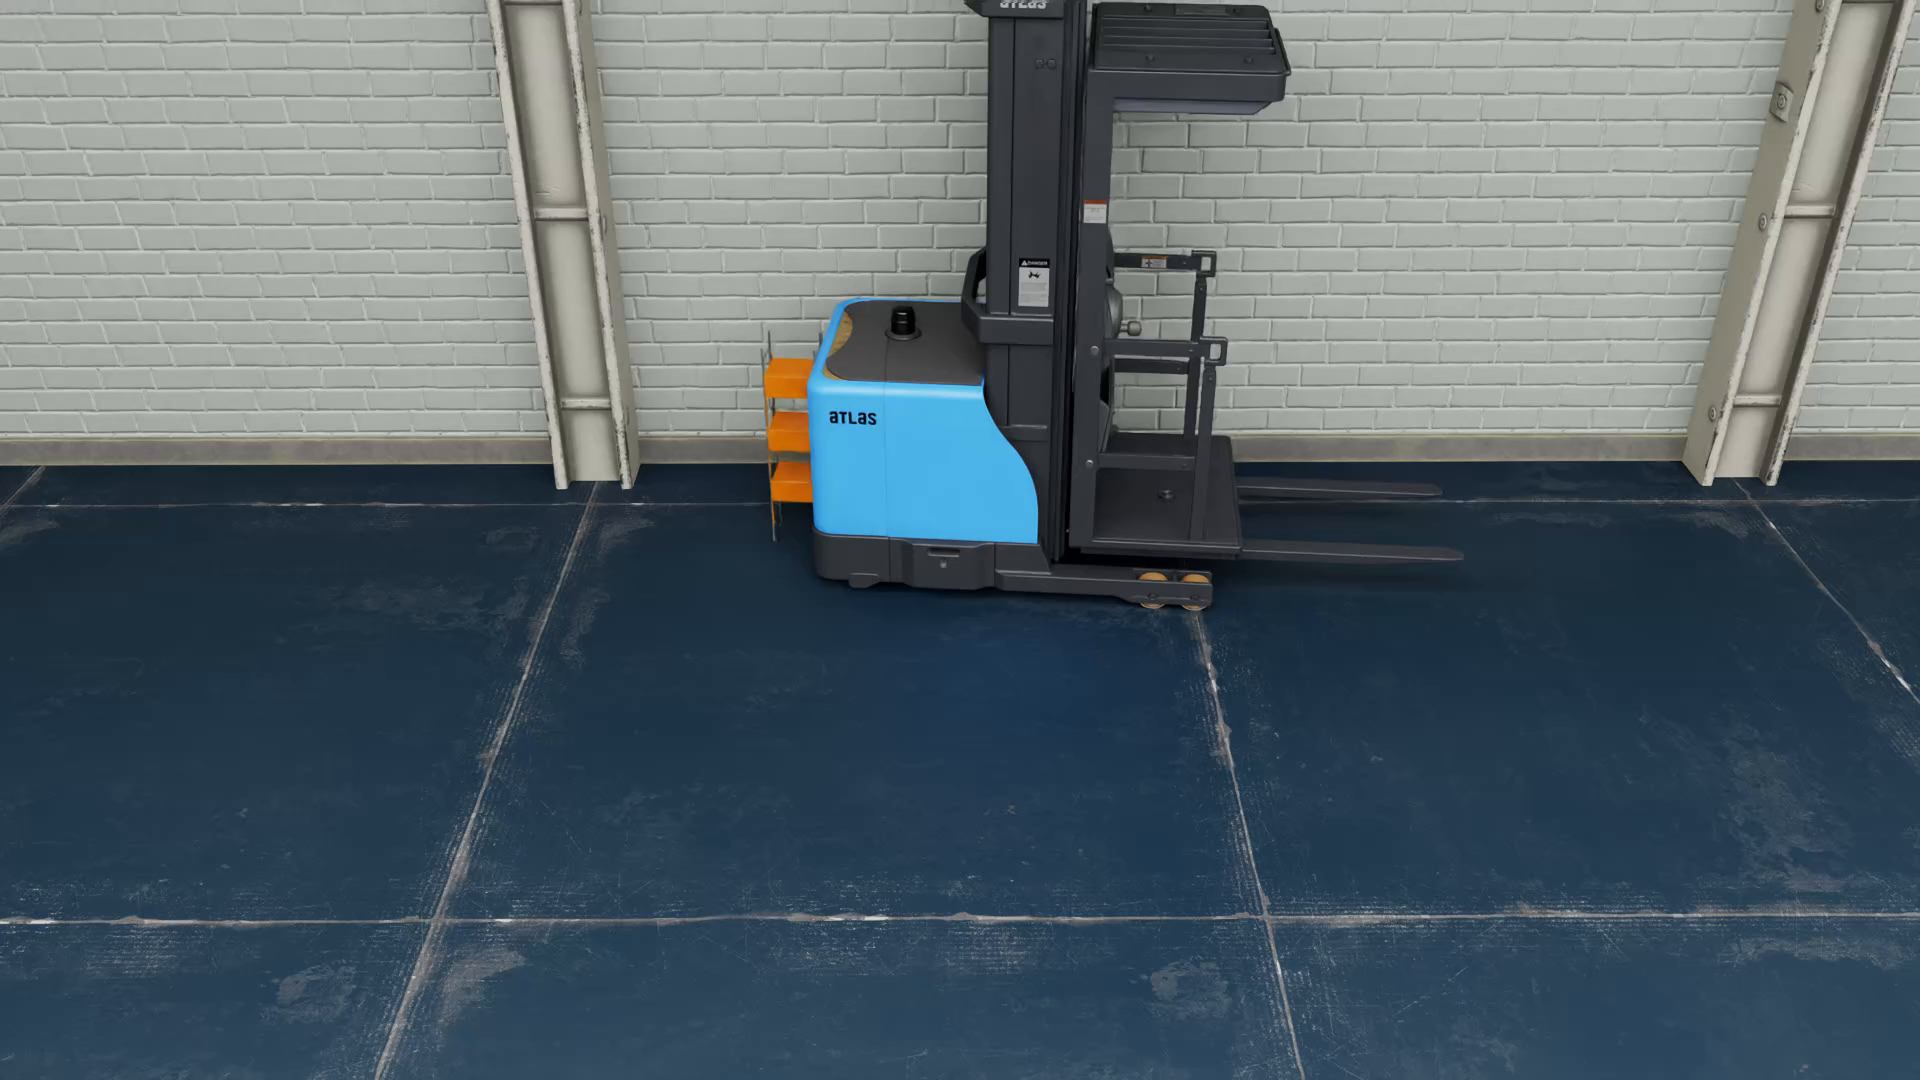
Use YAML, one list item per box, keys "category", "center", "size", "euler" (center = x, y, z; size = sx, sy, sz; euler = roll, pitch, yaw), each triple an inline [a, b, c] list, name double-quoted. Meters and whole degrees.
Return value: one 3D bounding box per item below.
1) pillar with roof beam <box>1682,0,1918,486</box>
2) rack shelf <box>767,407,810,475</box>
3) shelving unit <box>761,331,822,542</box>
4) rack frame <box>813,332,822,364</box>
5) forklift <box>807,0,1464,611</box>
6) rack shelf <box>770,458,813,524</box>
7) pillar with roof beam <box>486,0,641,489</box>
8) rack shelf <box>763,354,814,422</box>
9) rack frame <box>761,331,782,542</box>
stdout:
- category: "pillar with roof beam"
  center: [4.112, -1.981, 2.839]
  size: [0.400, 9.000, 9.100]
  euler: [0, 31, 0]
- category: "rack shelf"
  center: [-0.789, -0.475, 8.040]
  size: [0.240, 0.259, 0.215]
  euler: [3, 31, 4]
- category: "shelving unit"
  center: [-0.789, -0.484, 8.035]
  size: [0.252, 1.050, 0.215]
  euler: [3, 31, 4]
- category: "rack frame"
  center: [-0.667, -0.478, 8.026]
  size: [0.008, 1.050, 0.200]
  euler: [3, 31, 4]
- category: "forklift"
  center: [0.850, -1.215, 7.427]
  size: [3.031, 2.935, 1.130]
  euler: [3, 31, 4]
- category: "rack shelf"
  center: [-0.789, -0.237, 8.185]
  size: [0.240, 0.259, 0.215]
  euler: [3, 31, 4]
- category: "pillar with roof beam"
  center: [-1.887, -1.962, 2.809]
  size: [0.400, 9.000, 9.100]
  euler: [0, 31, 0]
- category: "rack shelf"
  center: [-0.789, -0.717, 7.893]
  size: [0.240, 0.259, 0.215]
  euler: [3, 31, 4]
- category: "rack frame"
  center: [-0.910, -0.489, 8.044]
  size: [0.008, 1.050, 0.200]
  euler: [3, 31, 4]
